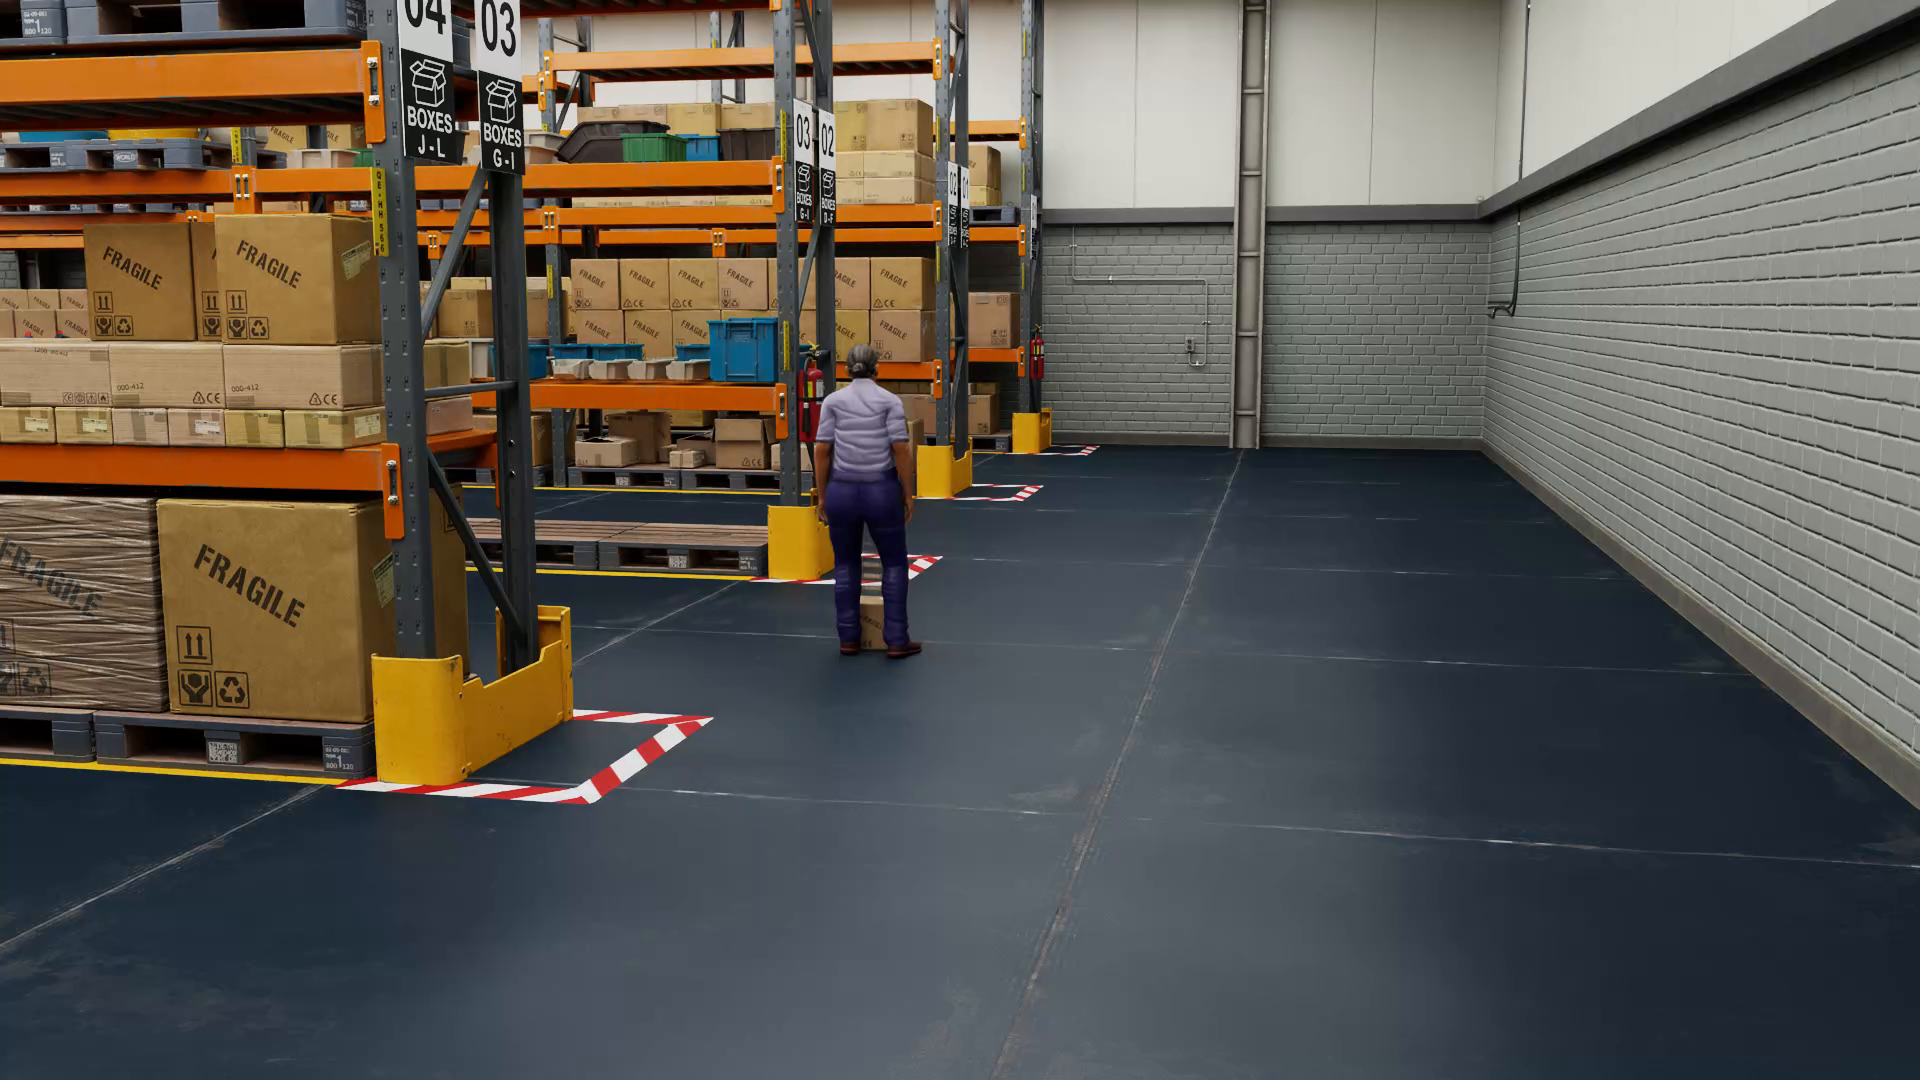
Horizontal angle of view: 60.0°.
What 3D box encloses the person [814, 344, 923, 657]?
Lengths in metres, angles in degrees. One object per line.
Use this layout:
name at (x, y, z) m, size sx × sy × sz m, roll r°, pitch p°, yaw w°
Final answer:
person at (-0.487, -0.209, 8.829) m, size 0.551 × 1.650 × 0.425 m, roll 1°, pitch 8°, yaw 8°
